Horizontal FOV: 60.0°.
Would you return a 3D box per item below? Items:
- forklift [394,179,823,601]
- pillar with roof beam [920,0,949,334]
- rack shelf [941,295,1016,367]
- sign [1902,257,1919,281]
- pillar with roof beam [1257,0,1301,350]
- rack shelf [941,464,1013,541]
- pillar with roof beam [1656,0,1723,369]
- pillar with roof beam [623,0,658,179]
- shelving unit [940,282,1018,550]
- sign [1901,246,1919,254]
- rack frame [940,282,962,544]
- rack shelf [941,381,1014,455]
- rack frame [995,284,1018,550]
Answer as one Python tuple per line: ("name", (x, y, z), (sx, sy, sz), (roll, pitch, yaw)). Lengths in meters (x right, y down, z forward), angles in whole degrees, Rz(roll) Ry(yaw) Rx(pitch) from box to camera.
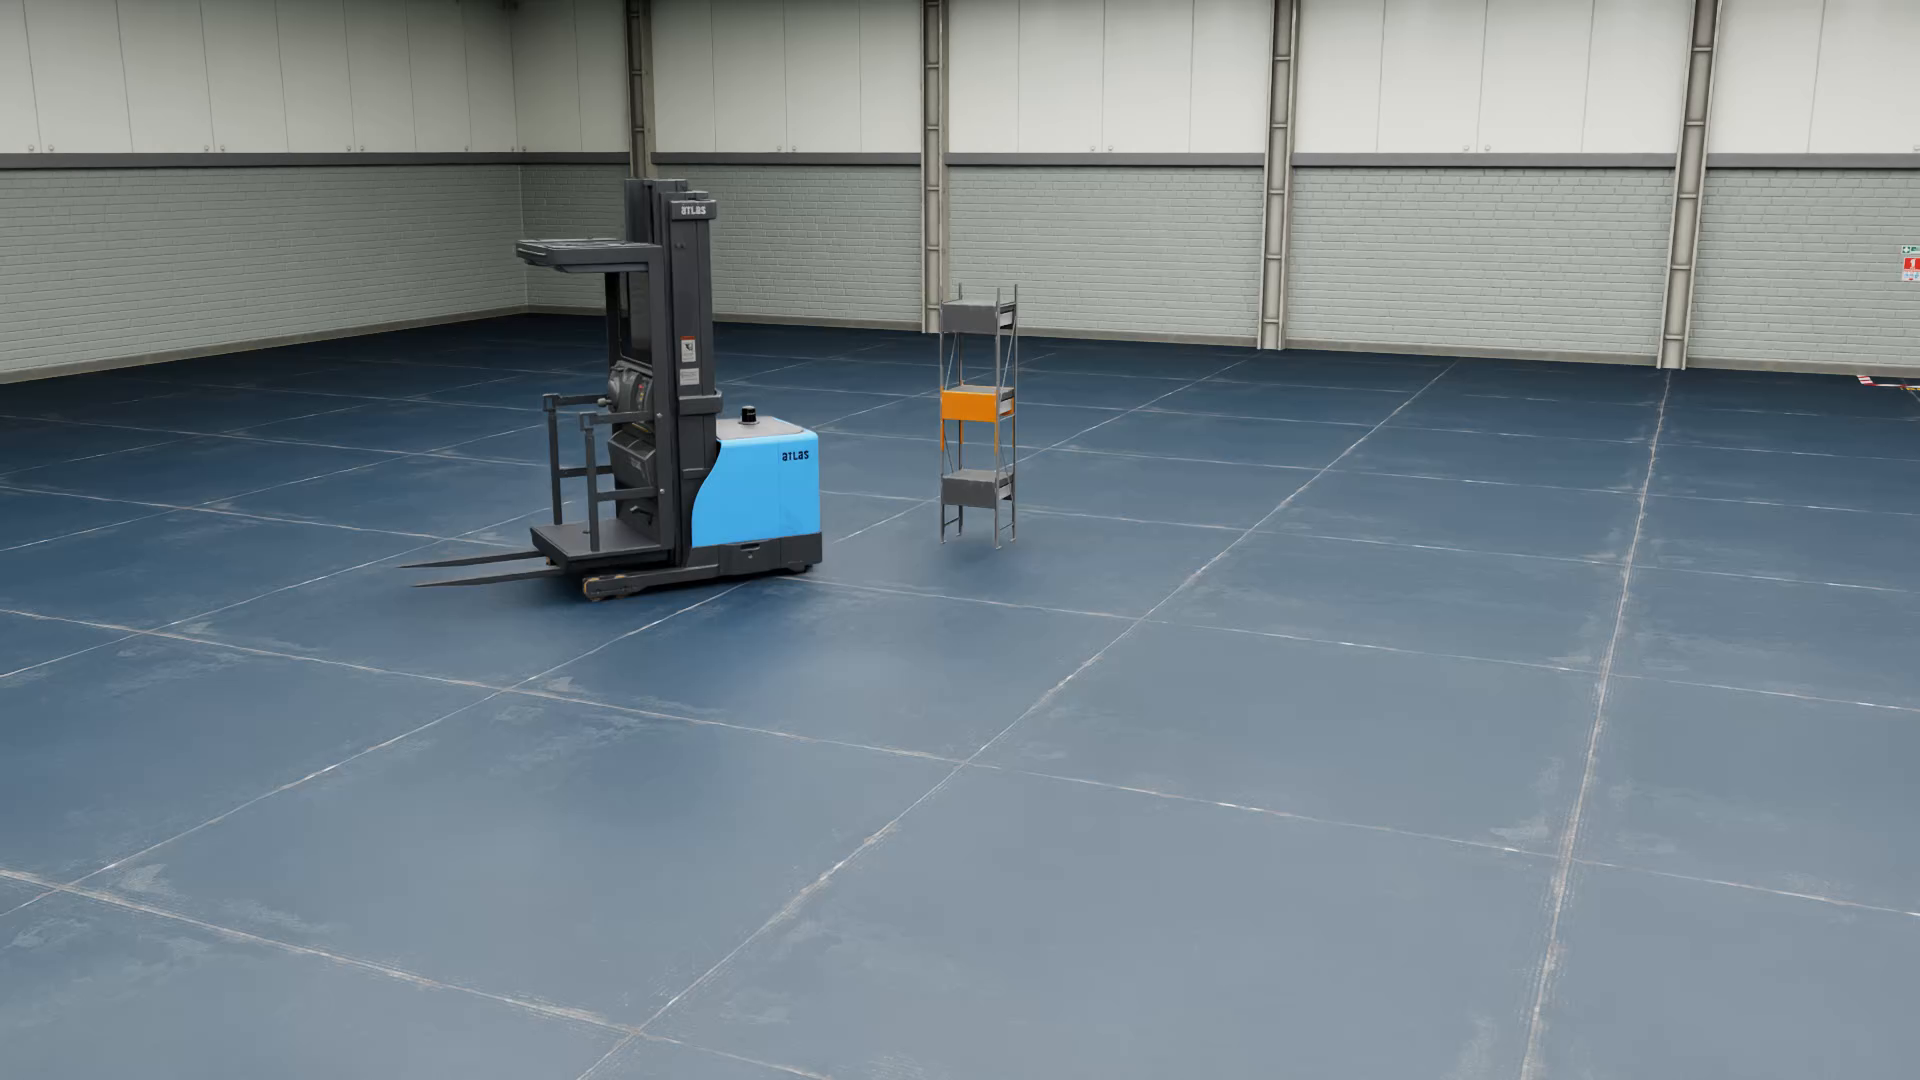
("forklift", (-2.598, -1.126, 12.136), (3.031, 2.935, 1.130), (-7, 15, -28))
("pillar with roof beam", (-2.174, -7.148, 24.519), (0.400, 9.000, 9.100), (6, 14, 23))
("rack shelf", (0.151, -1.675, 13.293), (0.480, 0.518, 0.431), (6, 14, 23))
("sign", (13.319, -3.788, 23.253), (0.234, 0.329, 0.001), (6, 14, 23))
("pillar with roof beam", (3.312, -6.593, 22.153), (0.400, 9.000, 9.100), (6, 14, 23))
("rack shelf", (0.151, -0.312, 13.613), (0.480, 0.518, 0.431), (6, 14, 23))
("pillar with roof beam", (8.797, -6.038, 19.787), (0.400, 9.000, 9.100), (6, 14, 23))
("pillar with roof beam", (-7.660, -7.703, 26.885), (0.400, 9.000, 9.100), (6, 14, 23))
("shelving unit", (0.151, -1.007, 13.450), (0.503, 2.100, 0.431), (6, 14, 23))
("sign", (13.320, -4.044, 23.183), (0.331, 0.109, 0.001), (6, 14, 23))
("rack frame", (-0.072, -1.029, 13.546), (0.015, 2.100, 0.400), (6, 14, 23))
("rack shelf", (0.151, -0.994, 13.453), (0.480, 0.518, 0.431), (6, 14, 23))
("rack frame", (0.374, -0.984, 13.353), (0.015, 2.100, 0.400), (6, 14, 23))
